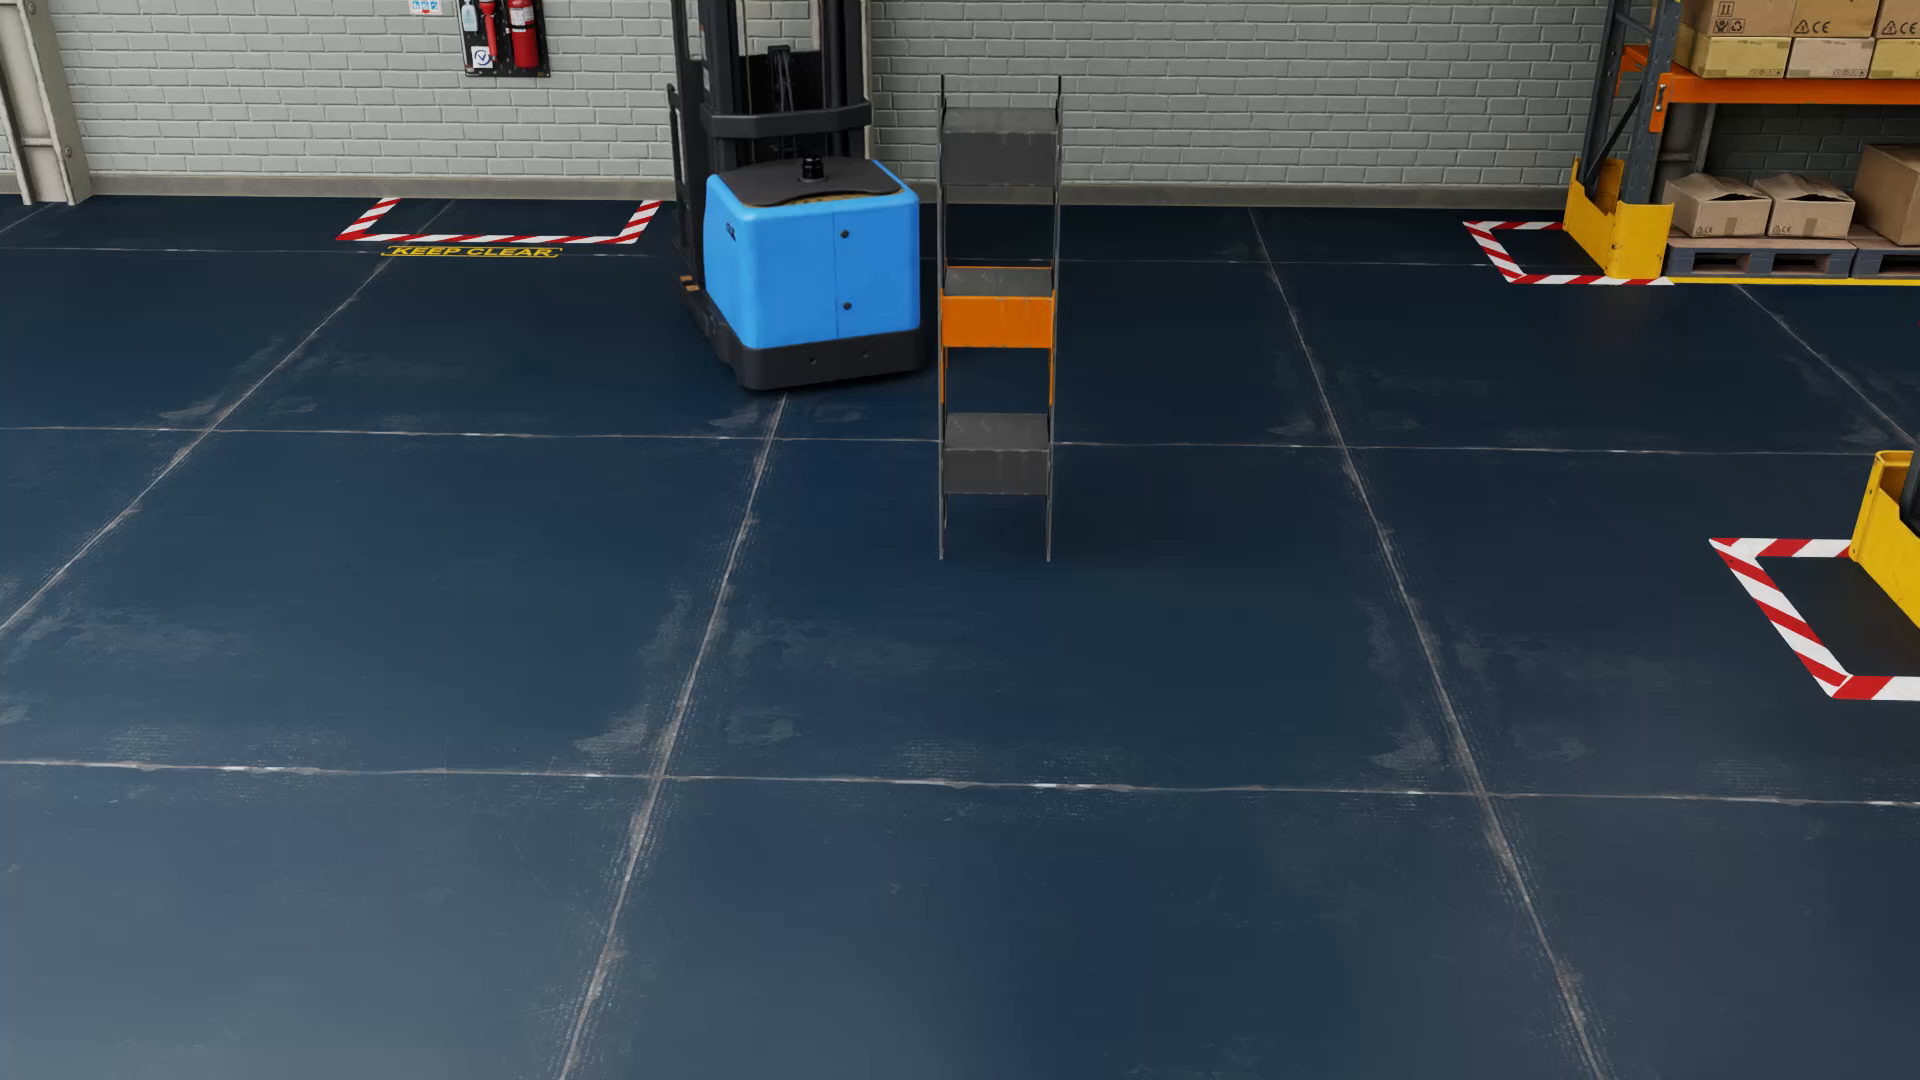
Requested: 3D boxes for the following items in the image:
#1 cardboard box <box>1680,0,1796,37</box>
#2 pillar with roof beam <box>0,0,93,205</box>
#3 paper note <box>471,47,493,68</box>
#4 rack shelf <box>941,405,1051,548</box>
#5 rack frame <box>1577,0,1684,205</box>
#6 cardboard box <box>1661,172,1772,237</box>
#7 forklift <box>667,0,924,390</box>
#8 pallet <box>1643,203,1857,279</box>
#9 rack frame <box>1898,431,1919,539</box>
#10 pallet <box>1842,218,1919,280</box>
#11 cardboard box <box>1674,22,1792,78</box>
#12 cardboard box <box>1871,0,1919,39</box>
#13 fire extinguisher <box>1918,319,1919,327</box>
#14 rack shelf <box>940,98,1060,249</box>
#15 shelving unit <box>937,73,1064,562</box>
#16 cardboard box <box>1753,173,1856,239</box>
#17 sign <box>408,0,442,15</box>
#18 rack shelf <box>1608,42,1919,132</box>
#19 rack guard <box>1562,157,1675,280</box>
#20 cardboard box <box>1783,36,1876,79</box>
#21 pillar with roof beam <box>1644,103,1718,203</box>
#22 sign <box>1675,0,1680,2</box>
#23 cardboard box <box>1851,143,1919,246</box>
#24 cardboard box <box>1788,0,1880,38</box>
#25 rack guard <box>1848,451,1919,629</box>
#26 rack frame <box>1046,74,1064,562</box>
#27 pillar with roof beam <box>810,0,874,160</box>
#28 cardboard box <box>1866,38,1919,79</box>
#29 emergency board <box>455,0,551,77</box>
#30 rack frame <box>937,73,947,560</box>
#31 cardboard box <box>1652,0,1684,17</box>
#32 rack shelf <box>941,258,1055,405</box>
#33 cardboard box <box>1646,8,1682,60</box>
[{"bbox_3d":[4.887,-3.451,10.396,0.500,0.500,0.500,1,28,2],"label":"cardboard box"},{"bbox_3d":[-6.994,-4.553,6.731,0.400,9.000,9.100,1,28,2],"label":"pillar with roof beam"},{"bbox_3d":[-3.489,-3.523,12.134,0.142,0.148,0.016,1,28,2],"label":"paper note"},{"bbox_3d":[0.165,-0.294,7.587,0.480,0.518,0.431,1,28,2],"label":"rack shelf"},{"bbox_3d":[4.420,-3.326,10.821,0.127,3.000,1.000,1,28,2],"label":"rack frame"},{"bbox_3d":[5.109,-2.279,11.247,0.500,0.311,0.500,-2,28,-4],"label":"cardboard box"},{"bbox_3d":[-1.184,-2.790,9.885,1.130,2.935,3.031,-10,29,-17],"label":"forklift"},{"bbox_3d":[5.307,-2.063,11.415,1.213,0.211,1.003,1,28,2],"label":"pallet"},{"bbox_3d":[4.249,-1.007,6.447,0.127,3.000,1.000,1,28,2],"label":"rack frame"},{"bbox_3d":[6.523,-2.041,11.375,1.213,0.211,1.003,1,28,2],"label":"pallet"},{"bbox_3d":[4.897,-3.112,10.556,0.500,0.250,0.500,0,28,0],"label":"cardboard box"},{"bbox_3d":[5.897,-3.427,10.350,0.500,0.500,0.500,0,28,0],"label":"cardboard box"},{"bbox_3d":[4.148,-1.192,6.879,0.183,0.674,0.296,1,28,2],"label":"fire extinguisher"},{"bbox_3d":[0.165,-1.531,6.932,0.480,0.518,0.431,1,28,2],"label":"rack shelf"},{"bbox_3d":[0.165,-0.925,7.253,0.503,2.100,0.431,1,28,2],"label":"shelving unit"},{"bbox_3d":[5.678,-2.269,11.229,0.500,0.311,0.500,3,28,6],"label":"cardboard box"},{"bbox_3d":[-3.863,-3.950,11.961,0.234,0.329,0.001,1,28,2],"label":"sign"},{"bbox_3d":[6.419,-2.975,10.927,4.000,0.370,1.077,1,28,2],"label":"rack shelf"},{"bbox_3d":[4.496,-2.220,11.404,0.348,0.500,1.175,1,28,2],"label":"rack guard"},{"bbox_3d":[5.416,-3.110,10.553,0.500,0.250,0.500,0,28,0],"label":"cardboard box"},{"bbox_3d":[4.999,-4.355,6.357,0.400,9.000,9.100,1,28,2],"label":"pillar with roof beam"},{"bbox_3d":[4.401,-3.454,10.139,0.005,0.325,0.100,1,28,2],"label":"sign"},{"bbox_3d":[6.410,-2.317,11.118,0.500,0.500,0.700,-1,28,-1],"label":"cardboard box"},{"bbox_3d":[5.380,-3.438,10.372,0.500,0.500,0.500,1,28,2],"label":"cardboard box"},{"bbox_3d":[4.225,0.097,7.033,0.348,0.500,1.175,1,28,2],"label":"rack guard"},{"bbox_3d":[0.409,-0.921,7.245,0.015,2.100,0.400,1,28,2],"label":"rack frame"},{"bbox_3d":[-0.998,-4.454,6.544,0.400,9.000,9.100,1,28,2],"label":"pillar with roof beam"},{"bbox_3d":[5.925,-3.099,10.531,0.500,0.250,0.500,1,28,1],"label":"cardboard box"},{"bbox_3d":[-3.314,-3.877,11.861,0.643,1.169,0.194,1,28,2],"label":"emergency board"},{"bbox_3d":[-0.078,-0.929,7.261,0.015,2.100,0.400,1,28,2],"label":"rack frame"},{"bbox_3d":[4.899,-3.691,10.849,0.500,0.500,0.500,1,28,1],"label":"cardboard box"},{"bbox_3d":[0.165,-0.913,7.259,0.480,0.518,0.431,1,28,2],"label":"rack shelf"},{"bbox_3d":[4.894,-3.351,11.008,0.500,0.250,0.500,1,28,3],"label":"cardboard box"}]
